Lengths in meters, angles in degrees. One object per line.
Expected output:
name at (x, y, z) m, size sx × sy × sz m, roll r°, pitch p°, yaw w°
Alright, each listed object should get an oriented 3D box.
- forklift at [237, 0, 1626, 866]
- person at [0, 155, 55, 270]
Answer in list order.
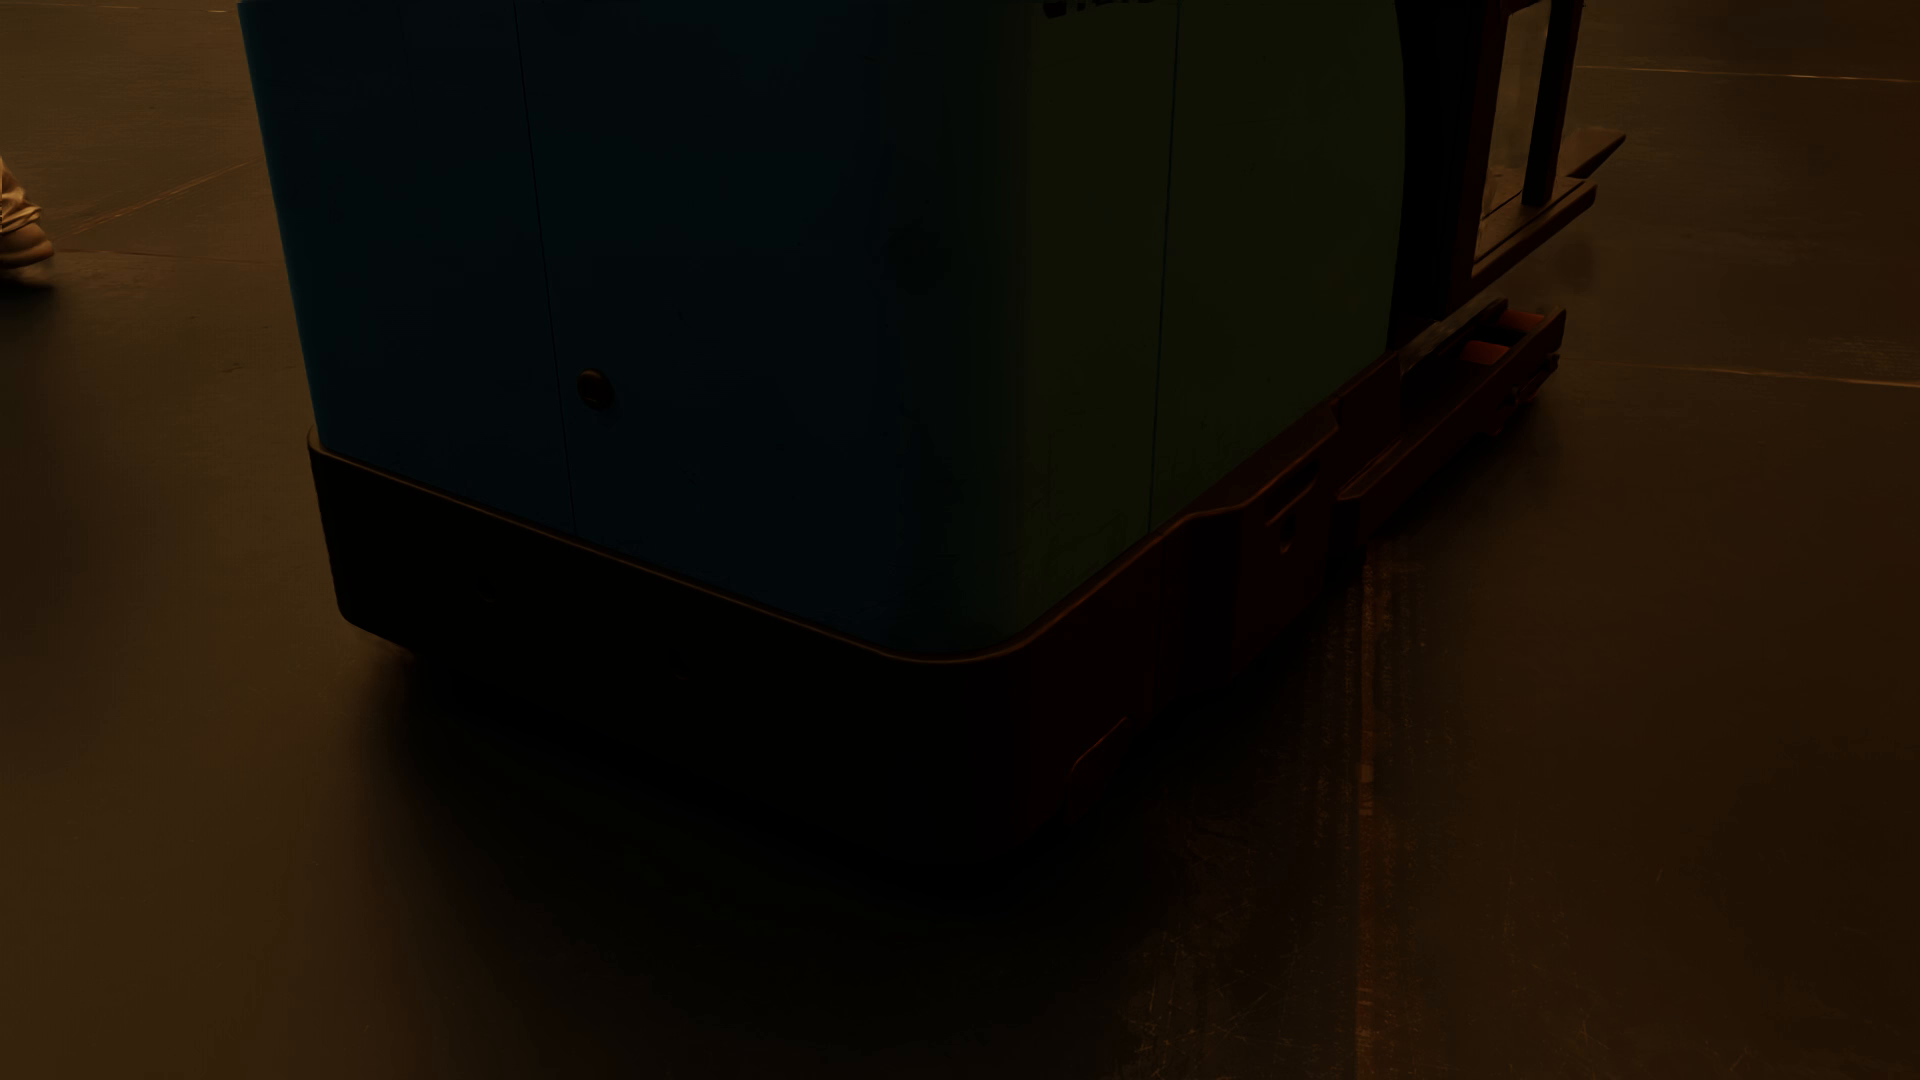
forklift at (0.429, -1.591, 2.400) m, size 1.130 × 2.935 × 3.031 m, roll 17°, pitch 31°, yaw 30°
person at (-2.348, -1.301, 3.235) m, size 0.975 × 1.706 × 0.572 m, roll 2°, pitch 27°, yaw 5°
